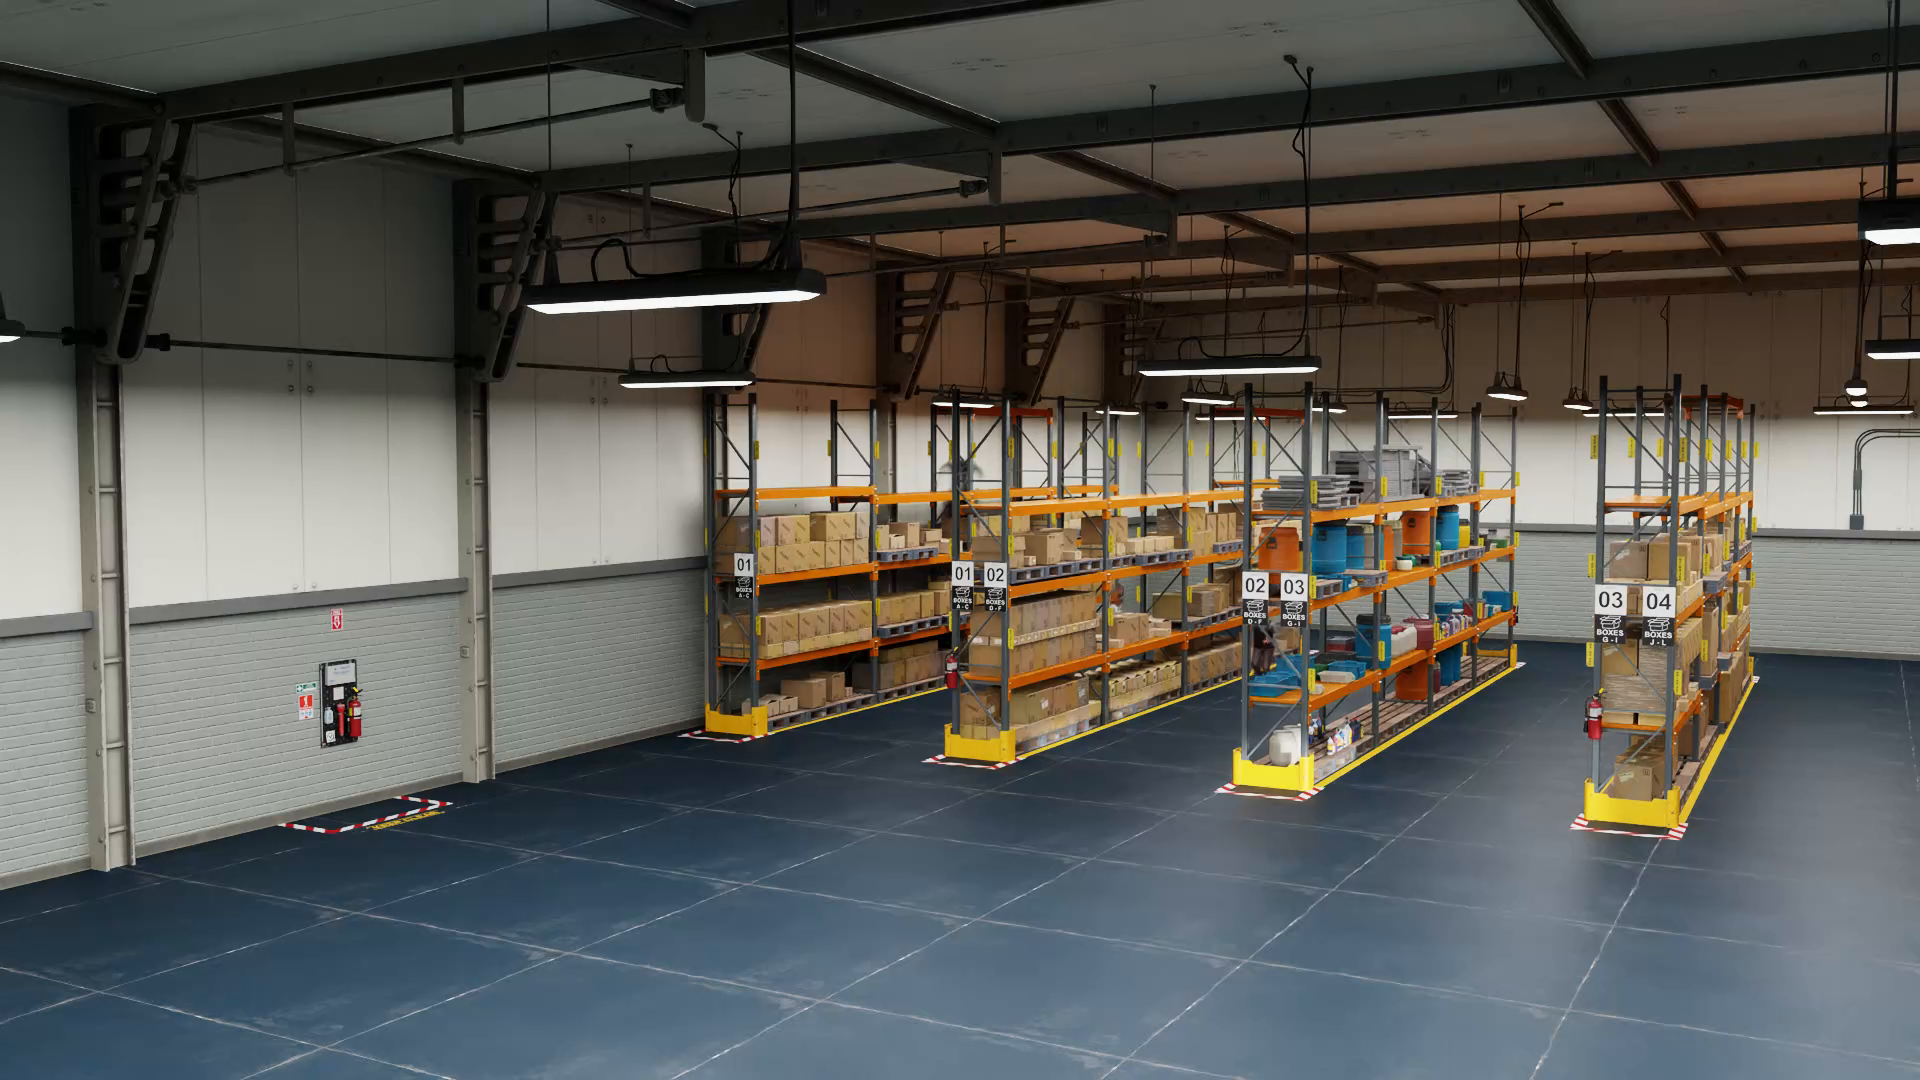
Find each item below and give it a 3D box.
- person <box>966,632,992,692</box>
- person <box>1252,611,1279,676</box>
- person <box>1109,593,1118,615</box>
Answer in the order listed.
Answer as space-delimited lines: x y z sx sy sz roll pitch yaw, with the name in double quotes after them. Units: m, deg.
0.417 2.495 32.307 0.600 1.490 1.012 2 4 35 "person"
6.334 2.279 34.685 0.646 1.708 0.674 1 3 25 "person"
3.563 2.055 39.364 0.559 1.615 0.701 2 4 39 "person"
